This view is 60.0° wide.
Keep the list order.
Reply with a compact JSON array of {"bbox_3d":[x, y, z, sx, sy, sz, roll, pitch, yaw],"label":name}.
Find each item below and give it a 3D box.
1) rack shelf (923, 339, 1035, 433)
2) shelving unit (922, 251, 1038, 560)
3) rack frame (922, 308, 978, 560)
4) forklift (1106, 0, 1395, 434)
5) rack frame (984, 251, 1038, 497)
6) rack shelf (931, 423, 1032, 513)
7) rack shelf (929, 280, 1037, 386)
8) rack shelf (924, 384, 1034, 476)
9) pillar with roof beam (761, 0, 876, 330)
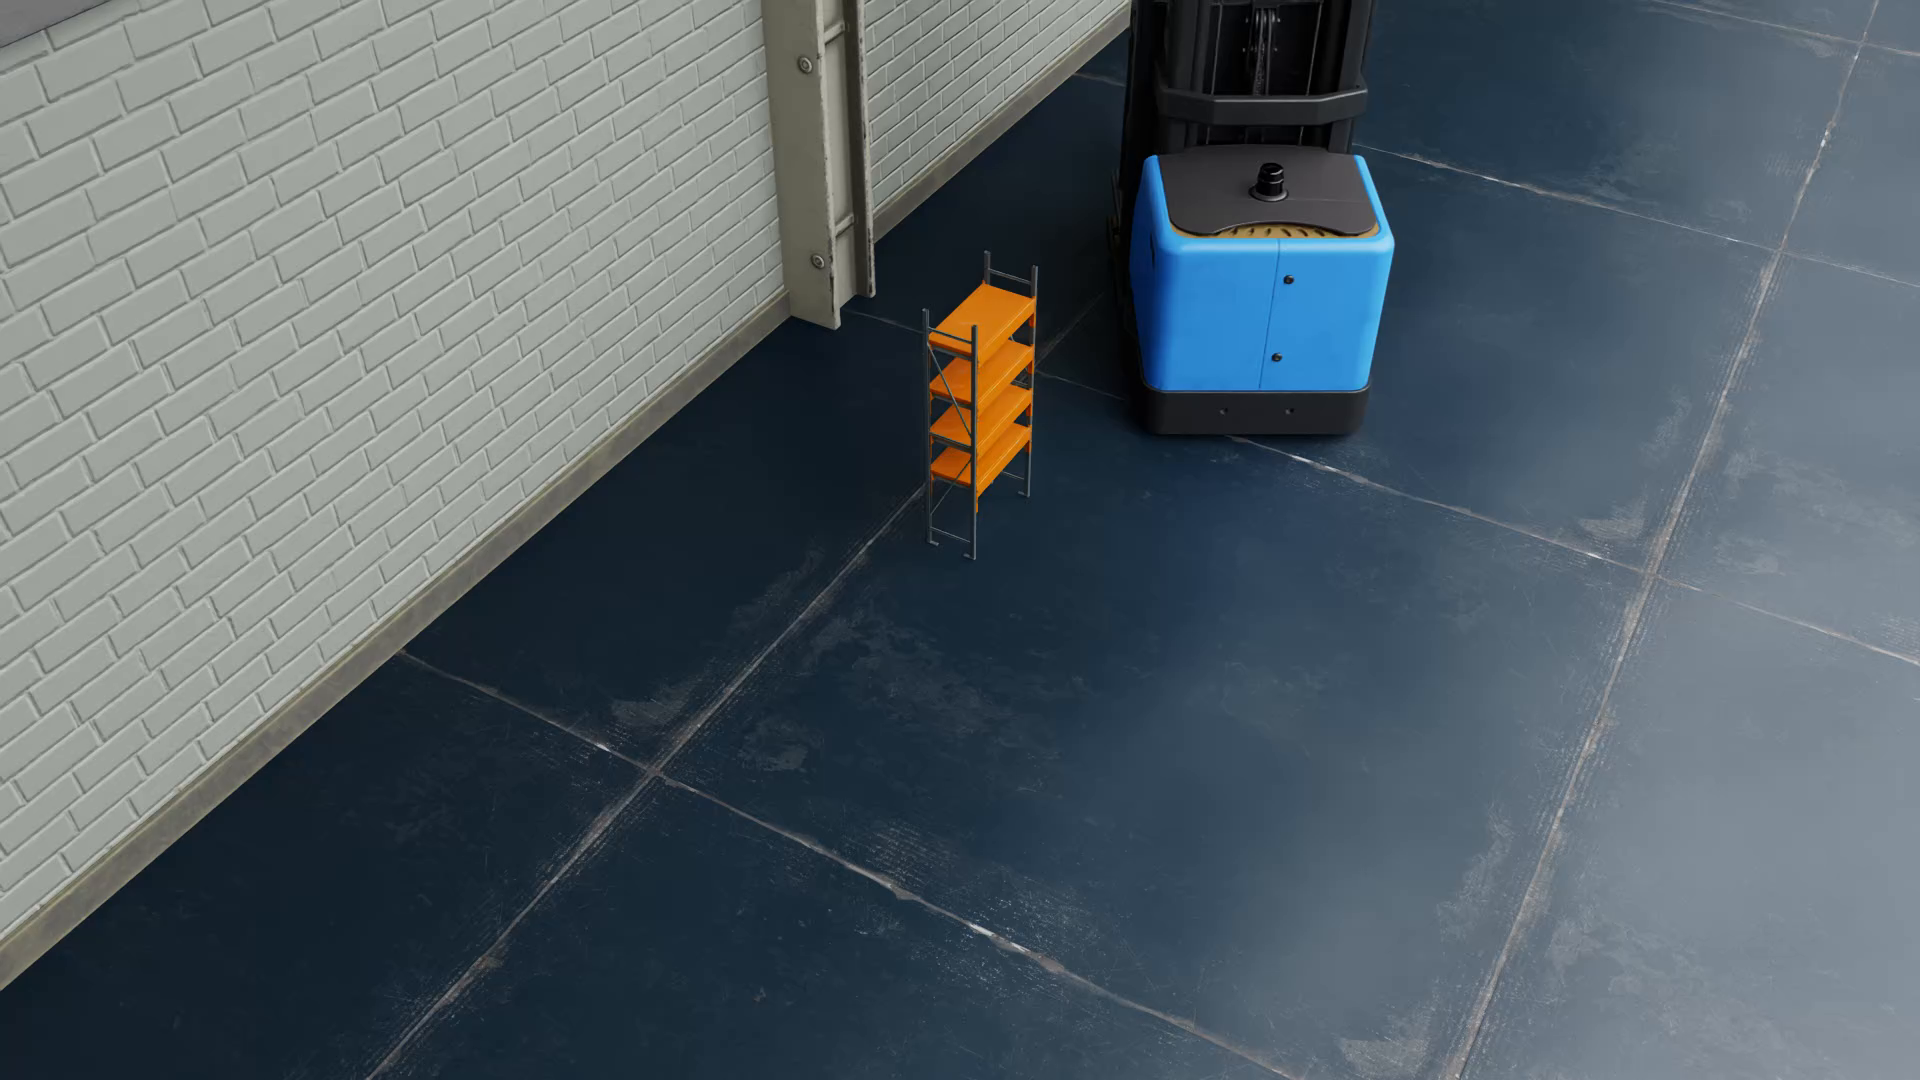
[{"bbox_3d":[0.083,-0.662,6.858,0.258,0.148,0.480,21,45,22],"label":"rack shelf"},{"bbox_3d":[0.083,-0.545,6.961,0.258,1.200,0.503,21,45,22],"label":"shelving unit"},{"bbox_3d":[-0.039,-0.405,6.802,0.240,1.200,0.015,21,45,22],"label":"rack frame"},{"bbox_3d":[1.358,-2.535,7.911,1.130,2.935,3.031,0,41,0],"label":"forklift"},{"bbox_3d":[0.205,-0.685,7.120,0.240,1.200,0.015,21,45,22],"label":"rack frame"},{"bbox_3d":[0.083,-0.345,7.137,0.258,0.148,0.480,21,45,22],"label":"rack shelf"},{"bbox_3d":[0.083,-0.840,6.701,0.258,0.148,0.480,21,45,22],"label":"rack shelf"},{"bbox_3d":[0.083,-0.495,7.005,0.258,0.148,0.480,21,45,22],"label":"rack shelf"},{"bbox_3d":[3.057,-3.187,4.060,9.100,9.000,0.400,21,45,22],"label":"pillar with roof beam"}]
